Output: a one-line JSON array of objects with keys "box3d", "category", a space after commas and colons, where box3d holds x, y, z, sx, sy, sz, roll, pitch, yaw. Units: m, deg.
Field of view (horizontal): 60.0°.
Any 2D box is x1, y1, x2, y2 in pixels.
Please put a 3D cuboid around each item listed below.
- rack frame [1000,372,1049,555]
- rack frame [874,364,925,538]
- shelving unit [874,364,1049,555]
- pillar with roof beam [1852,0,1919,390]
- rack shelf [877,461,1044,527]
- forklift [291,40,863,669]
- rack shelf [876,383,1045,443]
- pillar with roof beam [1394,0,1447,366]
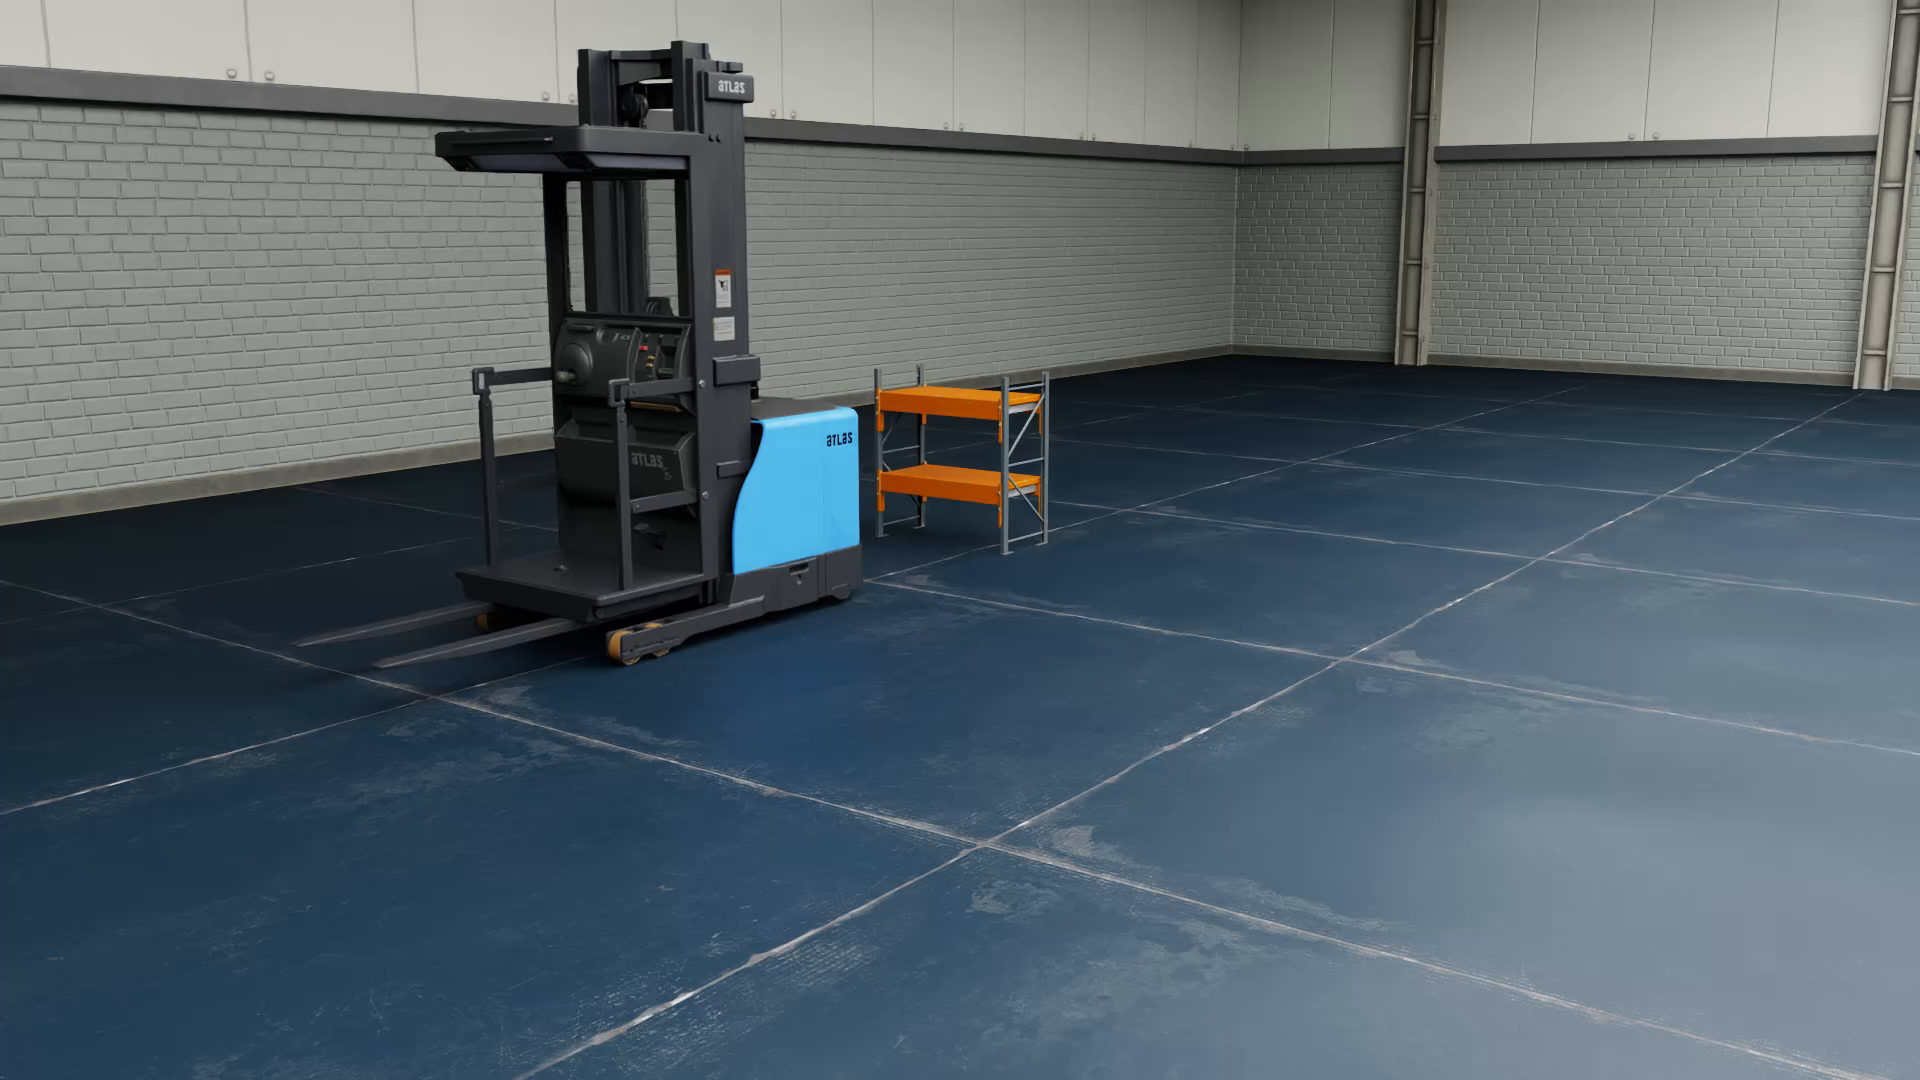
[{"box3d": [0.415, -0.494, 10.624, 0.032, 1.125, 0.500, 8, 13, 36], "category": "rack frame"}, {"box3d": [-0.404, -0.609, 11.214, 0.032, 1.125, 0.500, 8, 13, 36], "category": "rack frame"}, {"box3d": [0.005, -0.552, 10.919, 1.048, 1.125, 0.538, 8, 13, 36], "category": "shelving unit"}, {"box3d": [8.884, -5.658, 16.583, 0.400, 9.000, 9.100, 8, 13, 36], "category": "pillar with roof beam"}, {"box3d": [0.005, -0.311, 10.965, 1.000, 0.278, 0.538, 8, 13, 36], "category": "rack shelf"}, {"box3d": [-1.829, -0.947, 8.207, 1.130, 2.935, 3.031, 8, 14, 36], "category": "forklift"}, {"box3d": [0.005, -0.839, 10.863, 1.000, 0.278, 0.538, 8, 13, 36], "category": "rack shelf"}, {"box3d": [4.048, -6.332, 20.069, 0.400, 9.000, 9.100, 8, 13, 36], "category": "pillar with roof beam"}]
